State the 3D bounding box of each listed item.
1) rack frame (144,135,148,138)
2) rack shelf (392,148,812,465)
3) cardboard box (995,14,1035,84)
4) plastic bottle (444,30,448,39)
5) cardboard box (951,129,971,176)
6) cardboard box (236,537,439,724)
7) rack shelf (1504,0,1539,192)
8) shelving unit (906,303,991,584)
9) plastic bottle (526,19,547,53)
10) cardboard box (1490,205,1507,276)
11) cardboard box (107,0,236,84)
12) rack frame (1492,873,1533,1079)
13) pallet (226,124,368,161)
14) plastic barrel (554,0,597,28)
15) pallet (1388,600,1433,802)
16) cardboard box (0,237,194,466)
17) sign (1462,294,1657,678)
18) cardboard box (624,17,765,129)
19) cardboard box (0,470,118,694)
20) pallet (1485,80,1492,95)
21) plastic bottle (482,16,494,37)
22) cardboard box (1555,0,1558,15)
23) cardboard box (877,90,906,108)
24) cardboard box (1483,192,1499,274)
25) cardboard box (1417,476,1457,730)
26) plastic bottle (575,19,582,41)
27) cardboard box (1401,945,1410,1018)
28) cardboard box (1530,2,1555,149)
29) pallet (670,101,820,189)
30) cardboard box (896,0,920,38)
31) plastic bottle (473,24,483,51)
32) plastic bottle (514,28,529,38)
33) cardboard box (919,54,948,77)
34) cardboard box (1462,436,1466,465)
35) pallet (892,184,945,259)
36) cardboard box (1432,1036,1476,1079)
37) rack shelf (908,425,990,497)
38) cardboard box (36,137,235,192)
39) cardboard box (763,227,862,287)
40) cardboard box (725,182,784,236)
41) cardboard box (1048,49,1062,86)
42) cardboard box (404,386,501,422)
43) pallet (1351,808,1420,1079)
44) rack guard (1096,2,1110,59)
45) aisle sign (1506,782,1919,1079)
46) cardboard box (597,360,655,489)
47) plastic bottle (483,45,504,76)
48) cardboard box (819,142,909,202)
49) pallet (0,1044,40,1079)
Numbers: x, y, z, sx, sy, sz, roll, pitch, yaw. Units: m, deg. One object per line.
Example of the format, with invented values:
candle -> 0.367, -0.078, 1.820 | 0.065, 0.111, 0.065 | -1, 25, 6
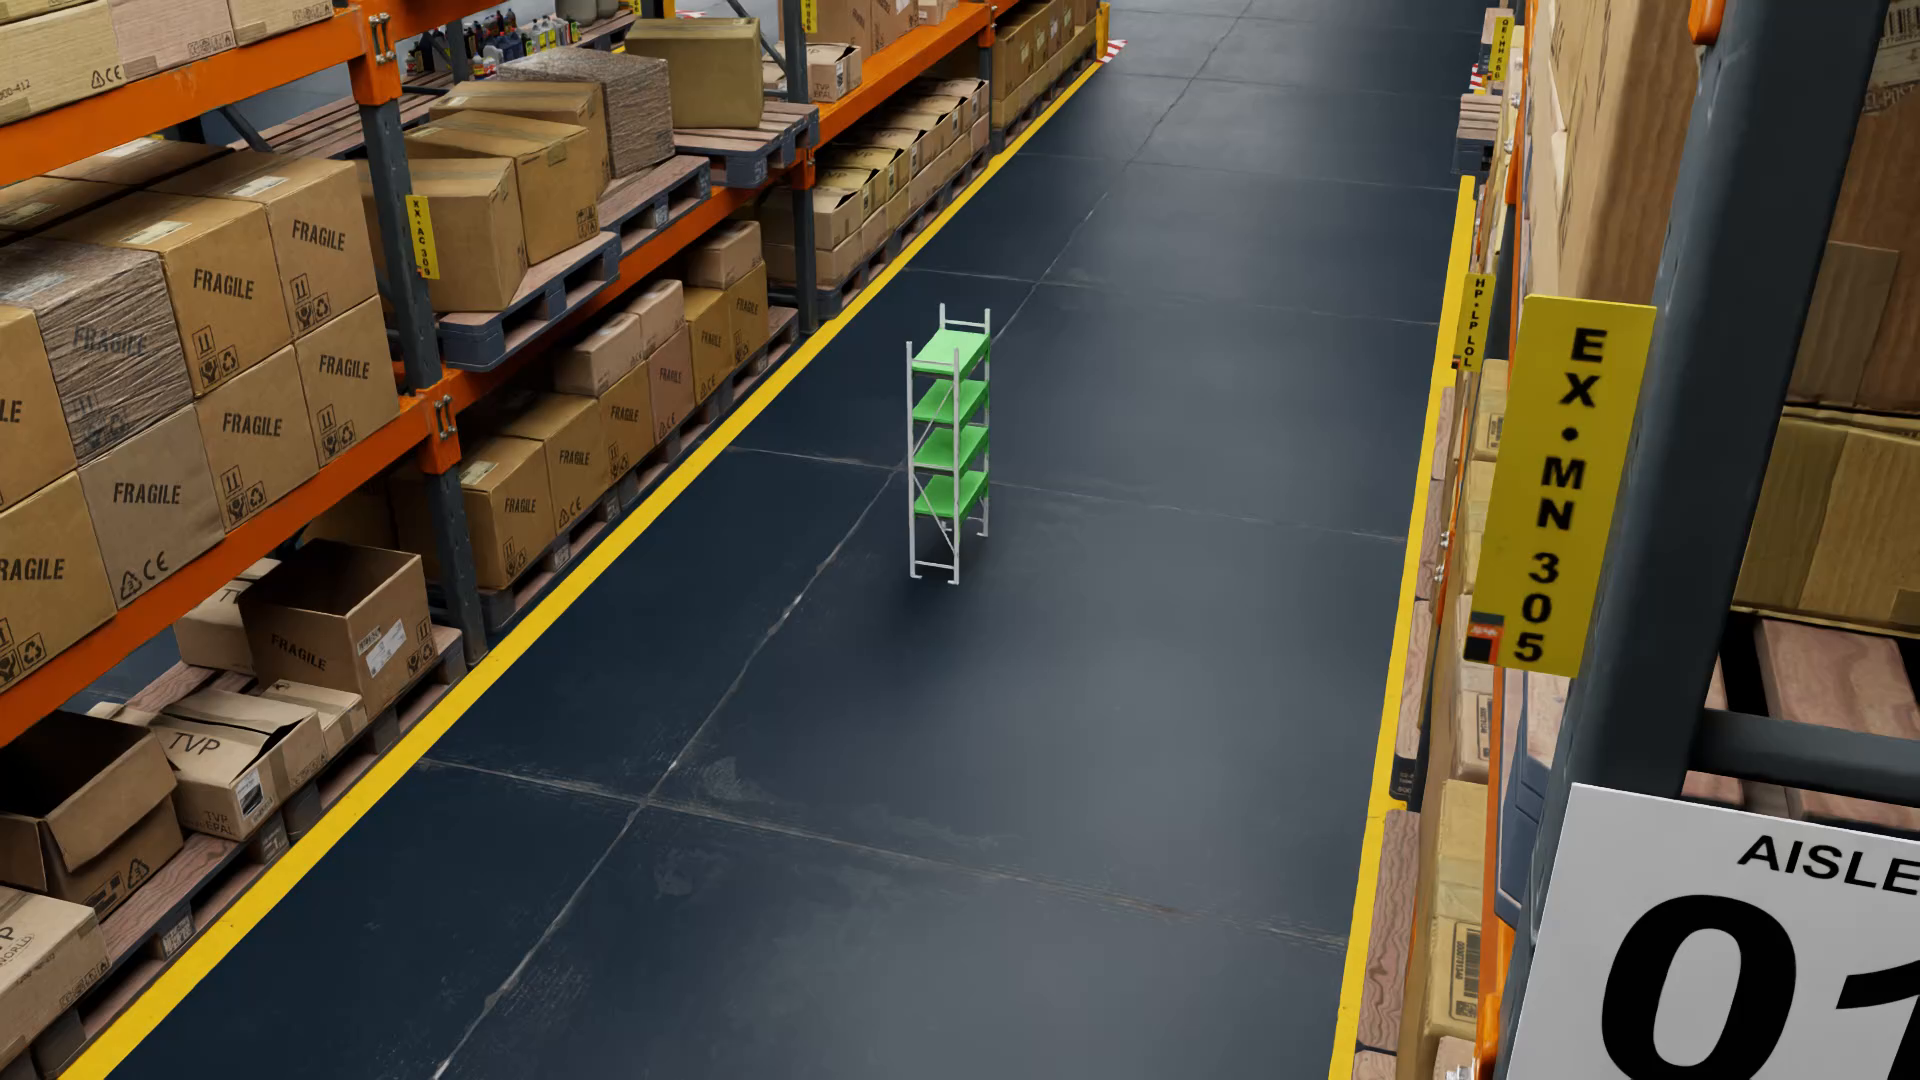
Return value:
rack frame -> -6.136, -3.419, 11.311 | 1.000, 3.000, 0.127 | 8, 30, 15
rack shelf -> -1.989, -1.467, 8.541 | 1.077, 0.370, 4.000 | 8, 30, 15
cardboard box -> 0.346, -4.283, 14.489 | 0.500, 0.500, 0.500 | 8, 30, 15
plastic bottle -> -4.984, -4.794, 16.125 | 0.061, 0.283, 0.133 | 11, 31, 18
cardboard box -> -0.223, -3.082, 13.102 | 0.500, 0.250, 0.500 | 8, 30, 14
cardboard box -> -2.472, 0.354, 6.647 | 0.500, 0.500, 0.500 | 8, 30, 15
rack shelf -> 2.747, -2.072, 6.544 | 1.077, 0.370, 4.000 | 8, 30, 15
shelving unit -> -0.049, -0.447, 7.820 | 0.258, 1.200, 0.503 | 8, 30, 15
plastic bottle -> -4.149, -4.914, 16.270 | 0.144, 0.351, 0.185 | 8, 30, 14
cardboard box -> 2.053, -0.910, 5.600 | 0.500, 0.250, 0.500 | 9, 30, 16
cardboard box -> -2.622, -1.602, 5.113 | 0.500, 0.250, 0.500 | 8, 30, 15
rack frame -> 0.986, 1.712, 2.086 | 1.000, 3.000, 0.127 | 8, 30, 15
pallet -> -5.512, -3.120, 13.641 | 1.003, 0.211, 1.213 | 8, 30, 15
plastic barrel -> -4.055, -5.683, 17.508 | 0.421, 0.512, 0.421 | 0, 29, 0
pallet -> 2.315, 0.703, 6.770 | 1.003, 0.211, 1.213 | 8, 30, 15
cardboard box -> -2.773, -0.588, 5.089 | 0.500, 0.500, 0.500 | 9, 30, 15
sign -> 0.471, -0.035, 1.312 | 0.100, 0.325, 0.005 | 8, 30, 15
cardboard box -> -1.479, -2.629, 9.355 | 0.700, 0.500, 0.500 | -1, 29, -2
cardboard box -> -2.923, 0.090, 4.901 | 0.500, 0.500, 0.500 | 9, 30, 16
pallet -> 5.388, -4.097, 15.397 | 1.003, 0.211, 1.213 | 8, 30, 15
plastic bottle -> -4.748, -5.133, 16.745 | 0.097, 0.271, 0.097 | 0, 29, 0
cardboard box -> 1.398, -1.185, 3.058 | 0.500, 0.500, 0.500 | 9, 30, 15
cardboard box -> -0.740, -3.408, 13.110 | 0.500, 0.311, 0.500 | 8, 30, 14
cardboard box -> 2.351, -1.050, 6.623 | 0.500, 0.500, 0.500 | 9, 30, 15
cardboard box -> 2.227, 0.289, 6.425 | 0.750, 0.750, 0.750 | 9, 30, 15
plastic bottle -> -3.908, -5.190, 16.920 | 0.097, 0.201, 0.097 | 0, 29, 0
cardboard box -> 1.692, 1.328, 4.916 | 0.700, 0.500, 0.500 | 8, 30, 14
cardboard box -> 1.399, -0.861, 3.246 | 0.500, 0.250, 0.500 | 8, 30, 13
pallet -> -1.534, -2.302, 9.499 | 1.213, 0.211, 1.003 | 8, 30, 15
cardboard box -> -0.624, -4.014, 12.277 | 0.500, 0.500, 0.500 | 11, 31, 18
plastic bottle -> -4.744, -4.923, 16.355 | 0.061, 0.283, 0.133 | 8, 30, 15
plastic bottle -> -4.297, -4.891, 16.305 | 0.152, 0.276, 0.135 | 8, 30, 15
cardboard box -> -0.143, -4.356, 14.621 | 0.500, 0.500, 0.500 | 8, 30, 15
cardboard box -> 2.040, -0.364, 6.056 | 0.380, 0.149, 0.250 | 9, 30, 16
pallet -> -0.763, -2.434, 12.408 | 1.003, 0.211, 1.213 | 8, 30, 15
cardboard box -> 1.126, 1.343, 2.442 | 0.980, 0.700, 0.700 | 10, 31, 17
rack shelf -> -0.049, -0.392, 7.851 | 0.258, 0.148, 0.480 | 8, 30, 15
cardboard box -> -2.984, -1.153, 6.106 | 0.500, 0.500, 0.500 | 9, 30, 16
cardboard box -> -0.968, -1.894, 10.965 | 0.500, 0.250, 0.500 | 8, 30, 15
cardboard box -> -1.484, -2.216, 10.968 | 0.500, 0.311, 0.500 | 9, 30, 16
cardboard box -> 0.642, -4.420, 15.506 | 0.500, 0.250, 0.500 | 8, 30, 15
cardboard box -> -2.552, -0.450, 8.093 | 0.500, 0.500, 0.500 | 9, 30, 15
pallet -> 1.862, 1.414, 5.490 | 1.003, 0.211, 1.213 | 8, 30, 15
rack guard -> 0.953, -5.347, 17.348 | 1.175, 0.500, 0.348 | 8, 30, 15
aisle sign -> 0.678, 0.567, 1.471 | 0.394, 0.787, 0.004 | 8, 30, 15
cardboard box -> -1.902, -0.622, 8.402 | 0.500, 0.500, 0.500 | 9, 30, 15
plastic bottle -> -4.381, -4.520, 15.638 | 0.152, 0.276, 0.135 | 10, 30, 17
cardboard box -> -0.670, -2.621, 11.696 | 0.500, 0.311, 0.500 | 8, 30, 14
pallet -> -3.495, 1.820, 4.761 | 1.003, 0.211, 1.213 | 8, 30, 15
